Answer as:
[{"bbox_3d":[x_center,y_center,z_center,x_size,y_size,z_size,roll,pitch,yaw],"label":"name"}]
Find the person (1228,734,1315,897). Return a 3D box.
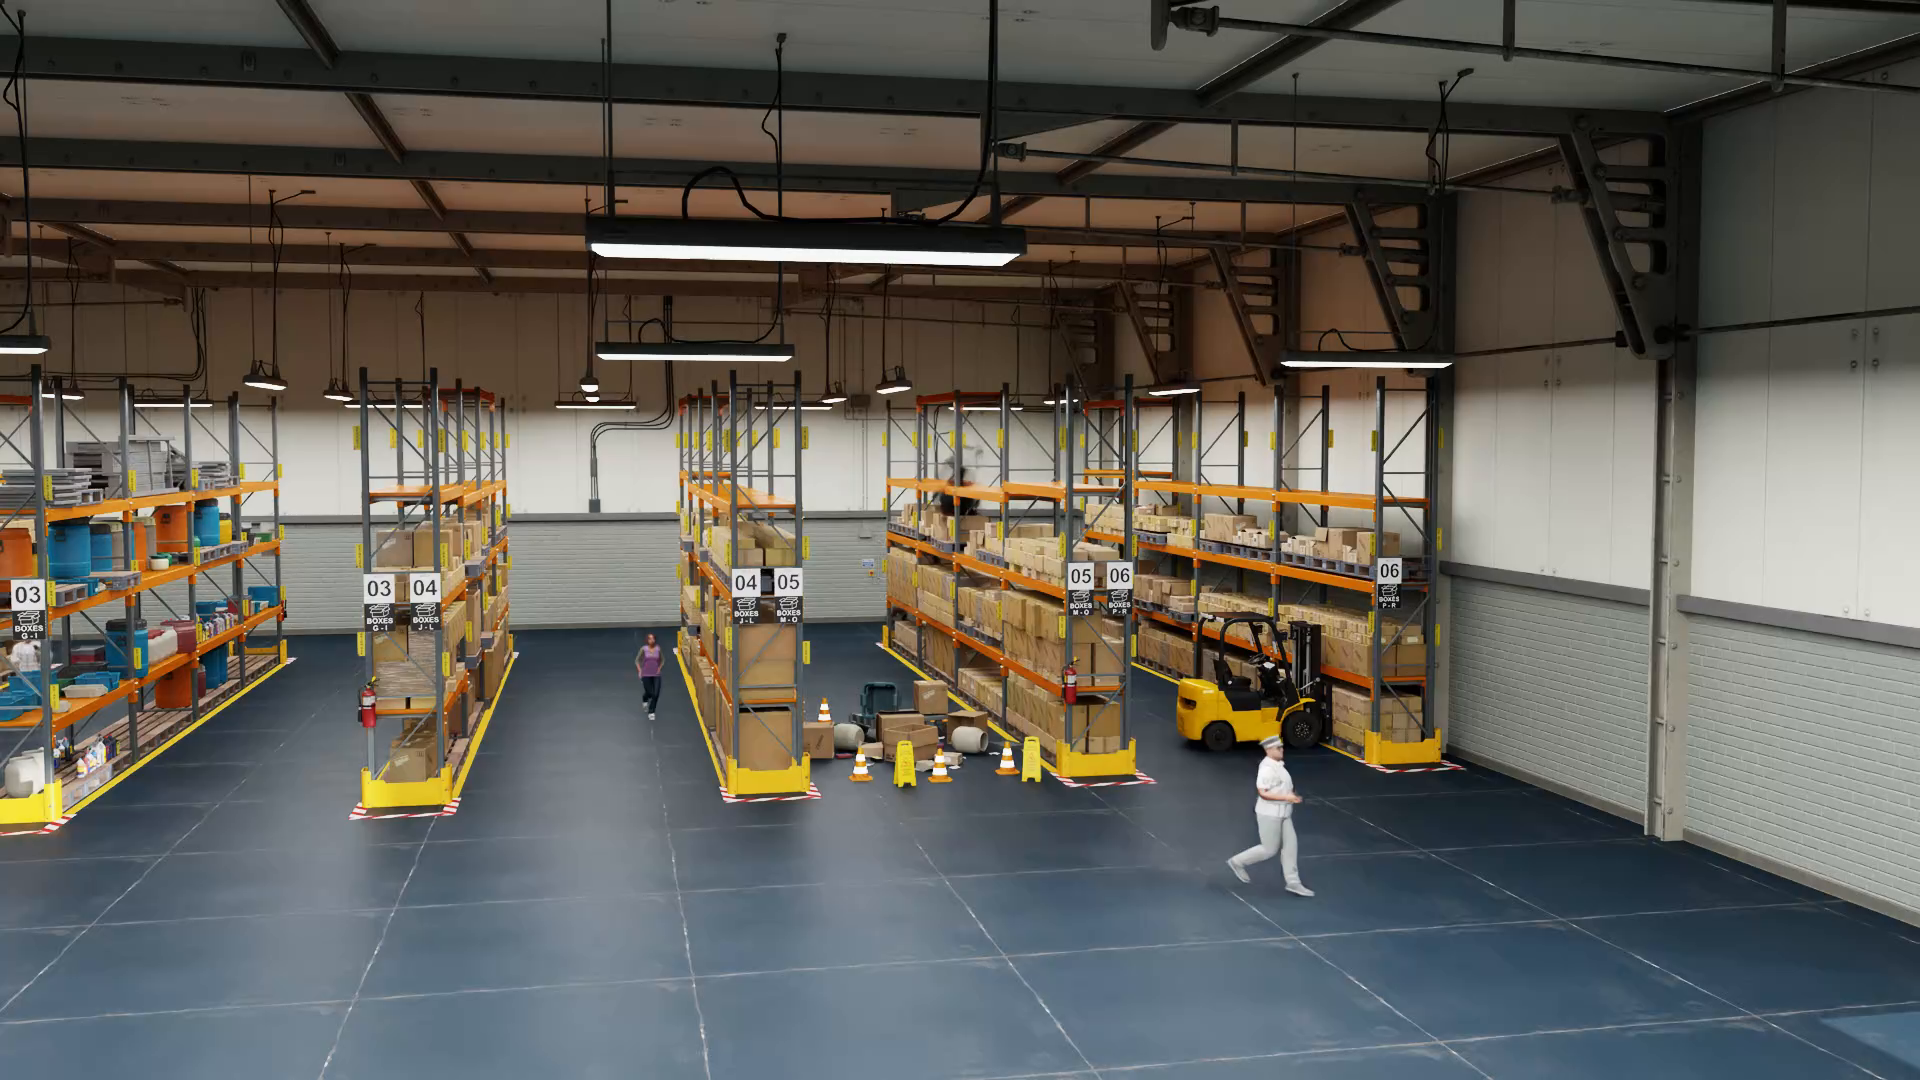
[{"bbox_3d":[3.448,3.019,18.360,0.954,1.780,0.664,2,4,27],"label":"person"}]

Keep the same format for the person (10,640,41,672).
[{"bbox_3d":[-16.563,2.397,29.613,0.598,1.753,0.777,-1,4,-17],"label":"person"}]

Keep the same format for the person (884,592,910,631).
[{"bbox_3d":[-1.535,1.673,41.843,0.863,1.766,0.824,1,3,9],"label":"person"}]

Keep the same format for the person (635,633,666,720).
[{"bbox_3d":[-5.553,2.452,29.908,0.536,1.555,0.544,-1,4,-20],"label":"person"}]
